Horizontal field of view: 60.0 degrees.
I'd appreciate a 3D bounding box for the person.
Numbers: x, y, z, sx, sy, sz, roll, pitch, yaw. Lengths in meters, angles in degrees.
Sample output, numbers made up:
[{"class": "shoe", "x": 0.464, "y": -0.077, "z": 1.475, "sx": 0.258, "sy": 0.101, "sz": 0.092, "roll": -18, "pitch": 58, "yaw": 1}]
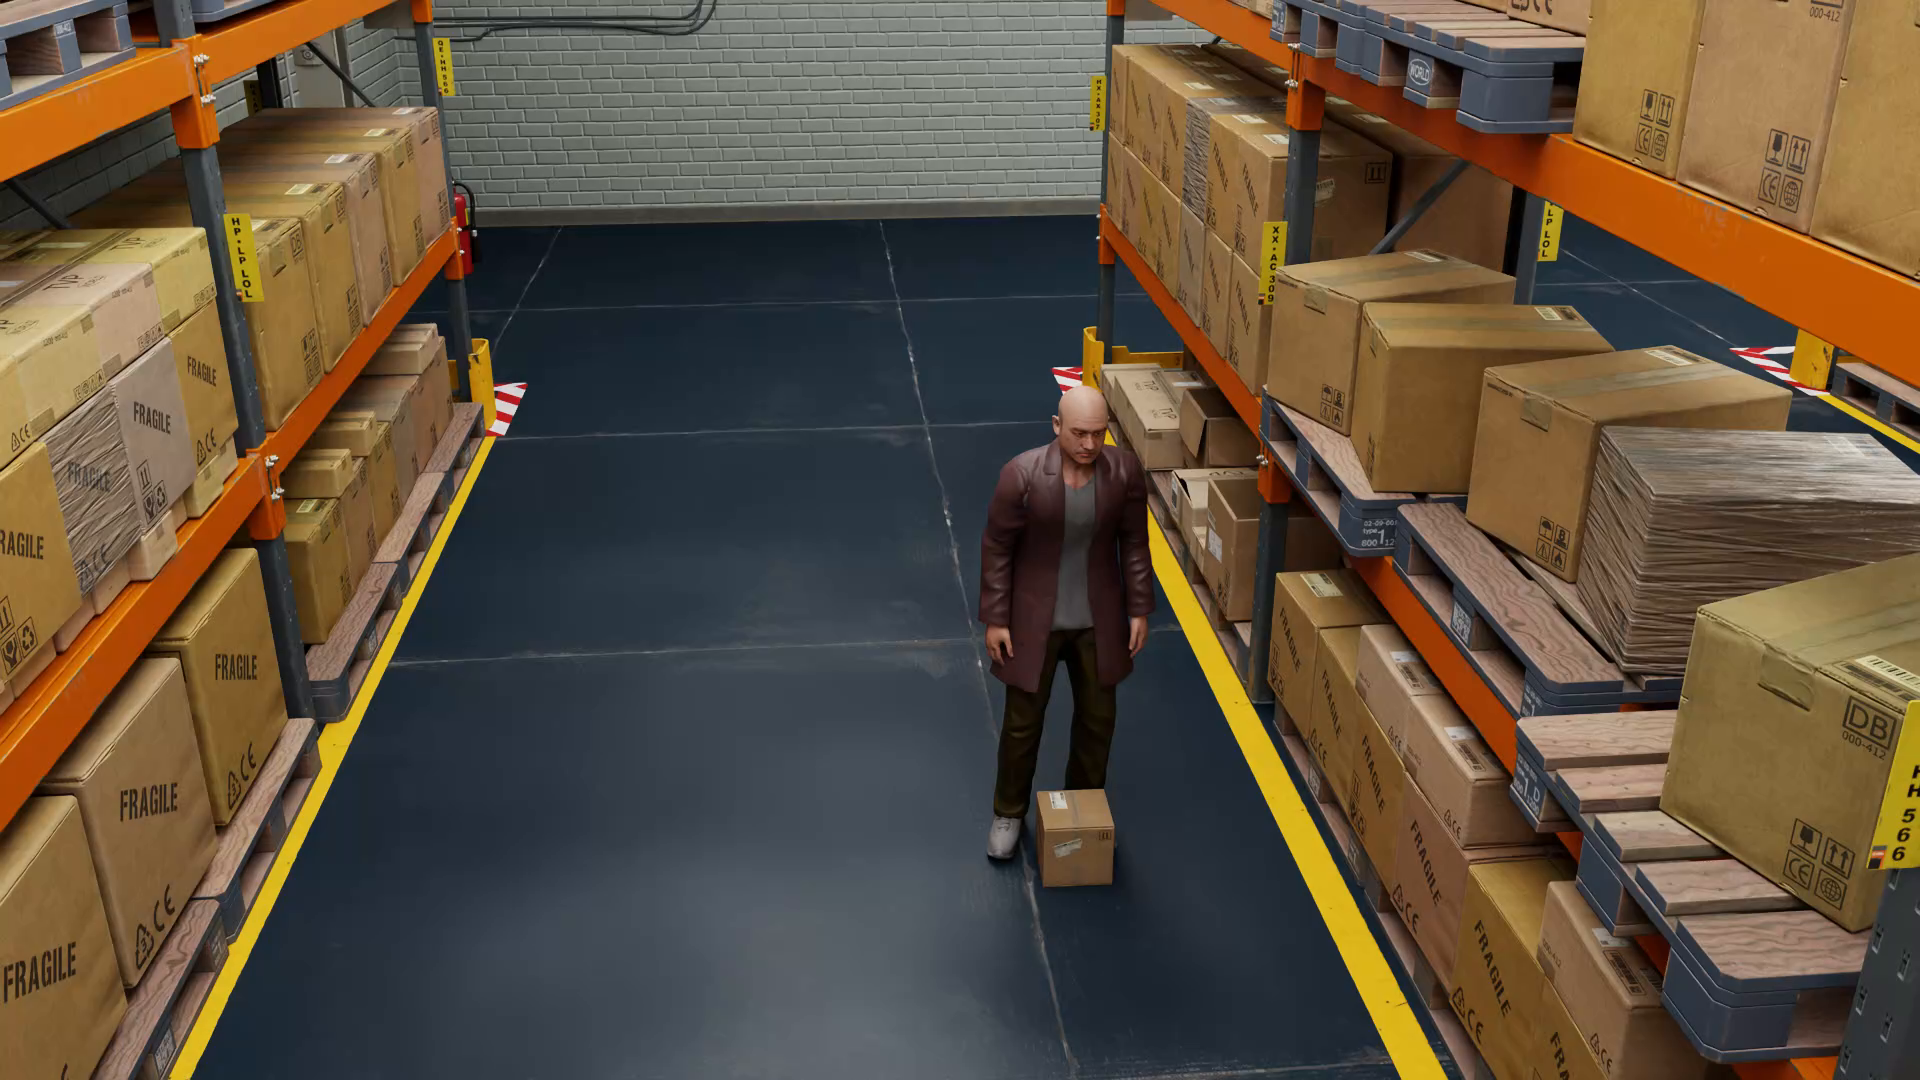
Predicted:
[{"class": "person", "x": 0.385, "y": 0.286, "z": 5.958, "sx": 0.652, "sy": 1.773, "sz": 0.430, "roll": -4, "pitch": 24, "yaw": -8}]
